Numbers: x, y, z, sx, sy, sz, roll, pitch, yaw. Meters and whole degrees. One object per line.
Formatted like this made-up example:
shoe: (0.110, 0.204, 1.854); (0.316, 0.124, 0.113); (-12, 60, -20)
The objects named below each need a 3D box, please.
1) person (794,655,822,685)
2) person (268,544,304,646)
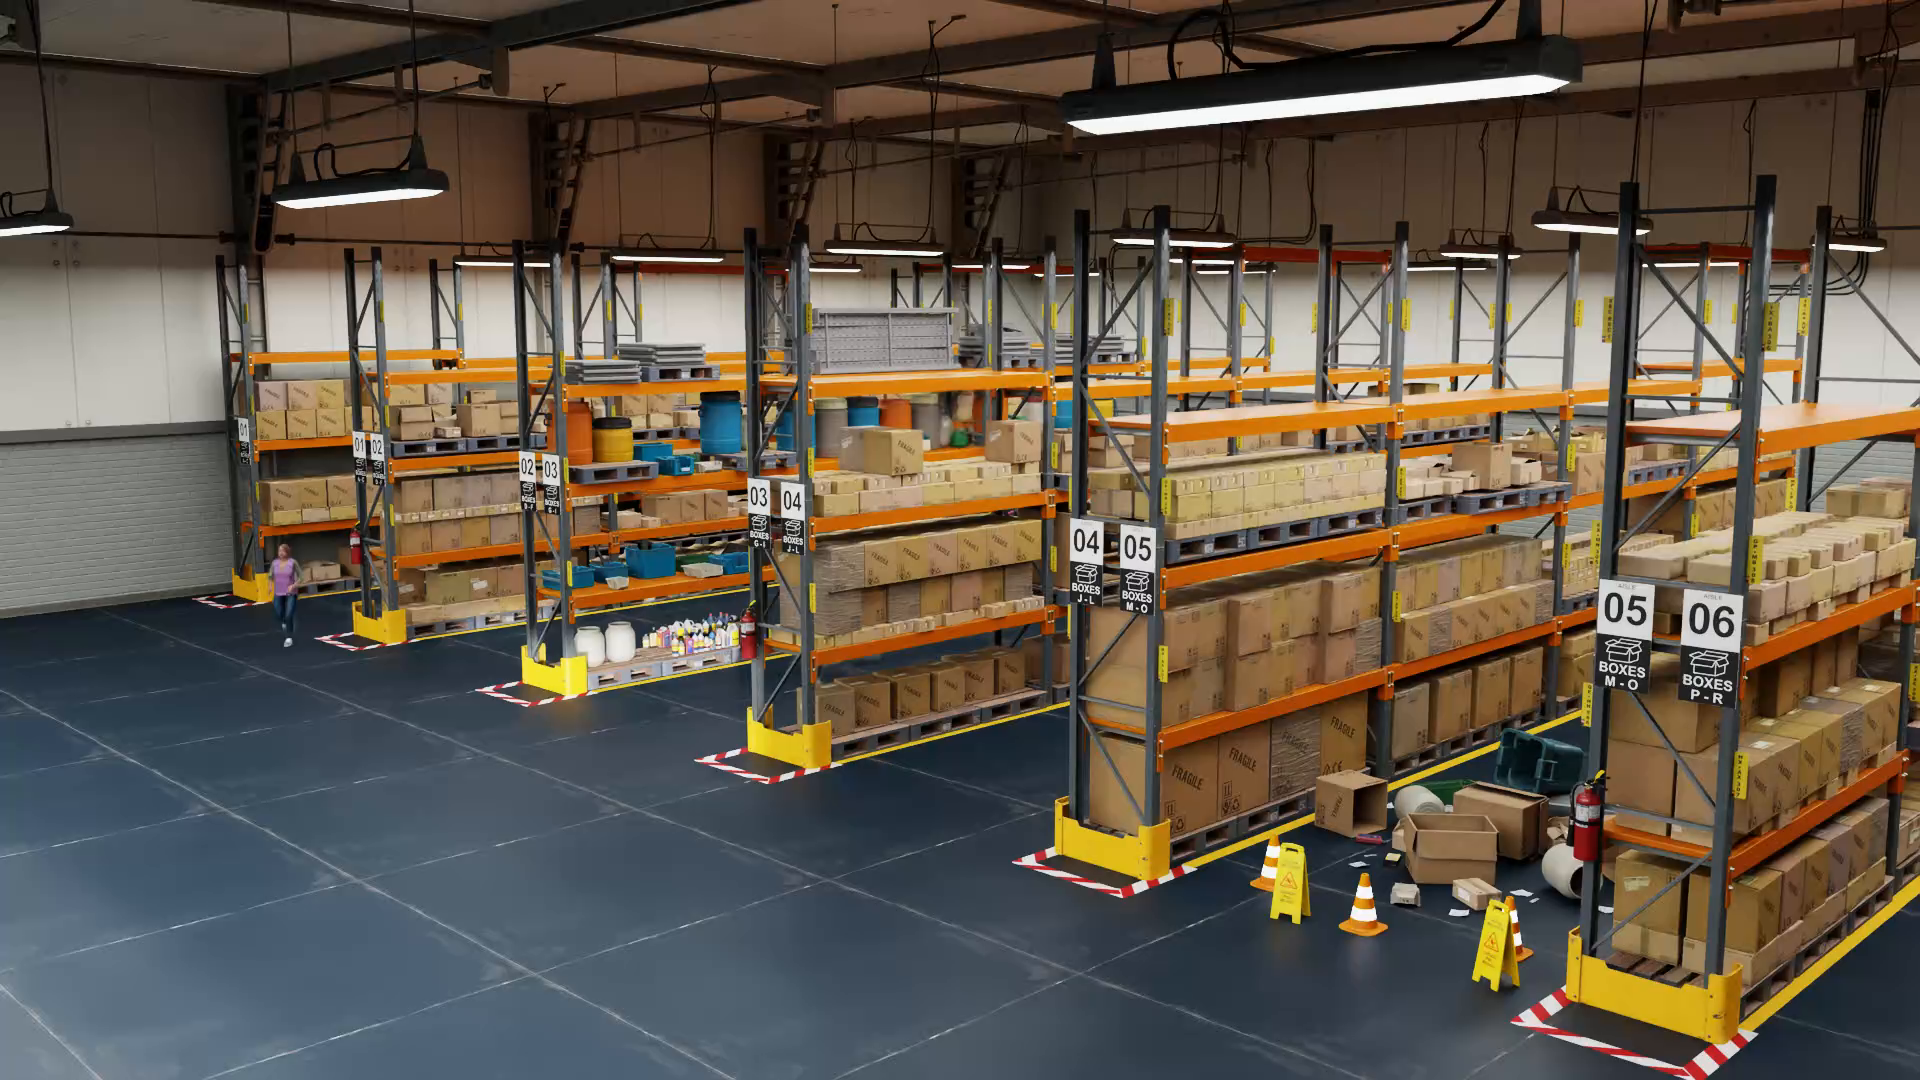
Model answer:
person: (-2.097, 1.214, 22.298); (0.685, 1.603, 0.868); (2, 8, 13)
person: (-10.258, 0.832, 25.304); (0.546, 1.562, 0.547); (-1, 8, -8)
